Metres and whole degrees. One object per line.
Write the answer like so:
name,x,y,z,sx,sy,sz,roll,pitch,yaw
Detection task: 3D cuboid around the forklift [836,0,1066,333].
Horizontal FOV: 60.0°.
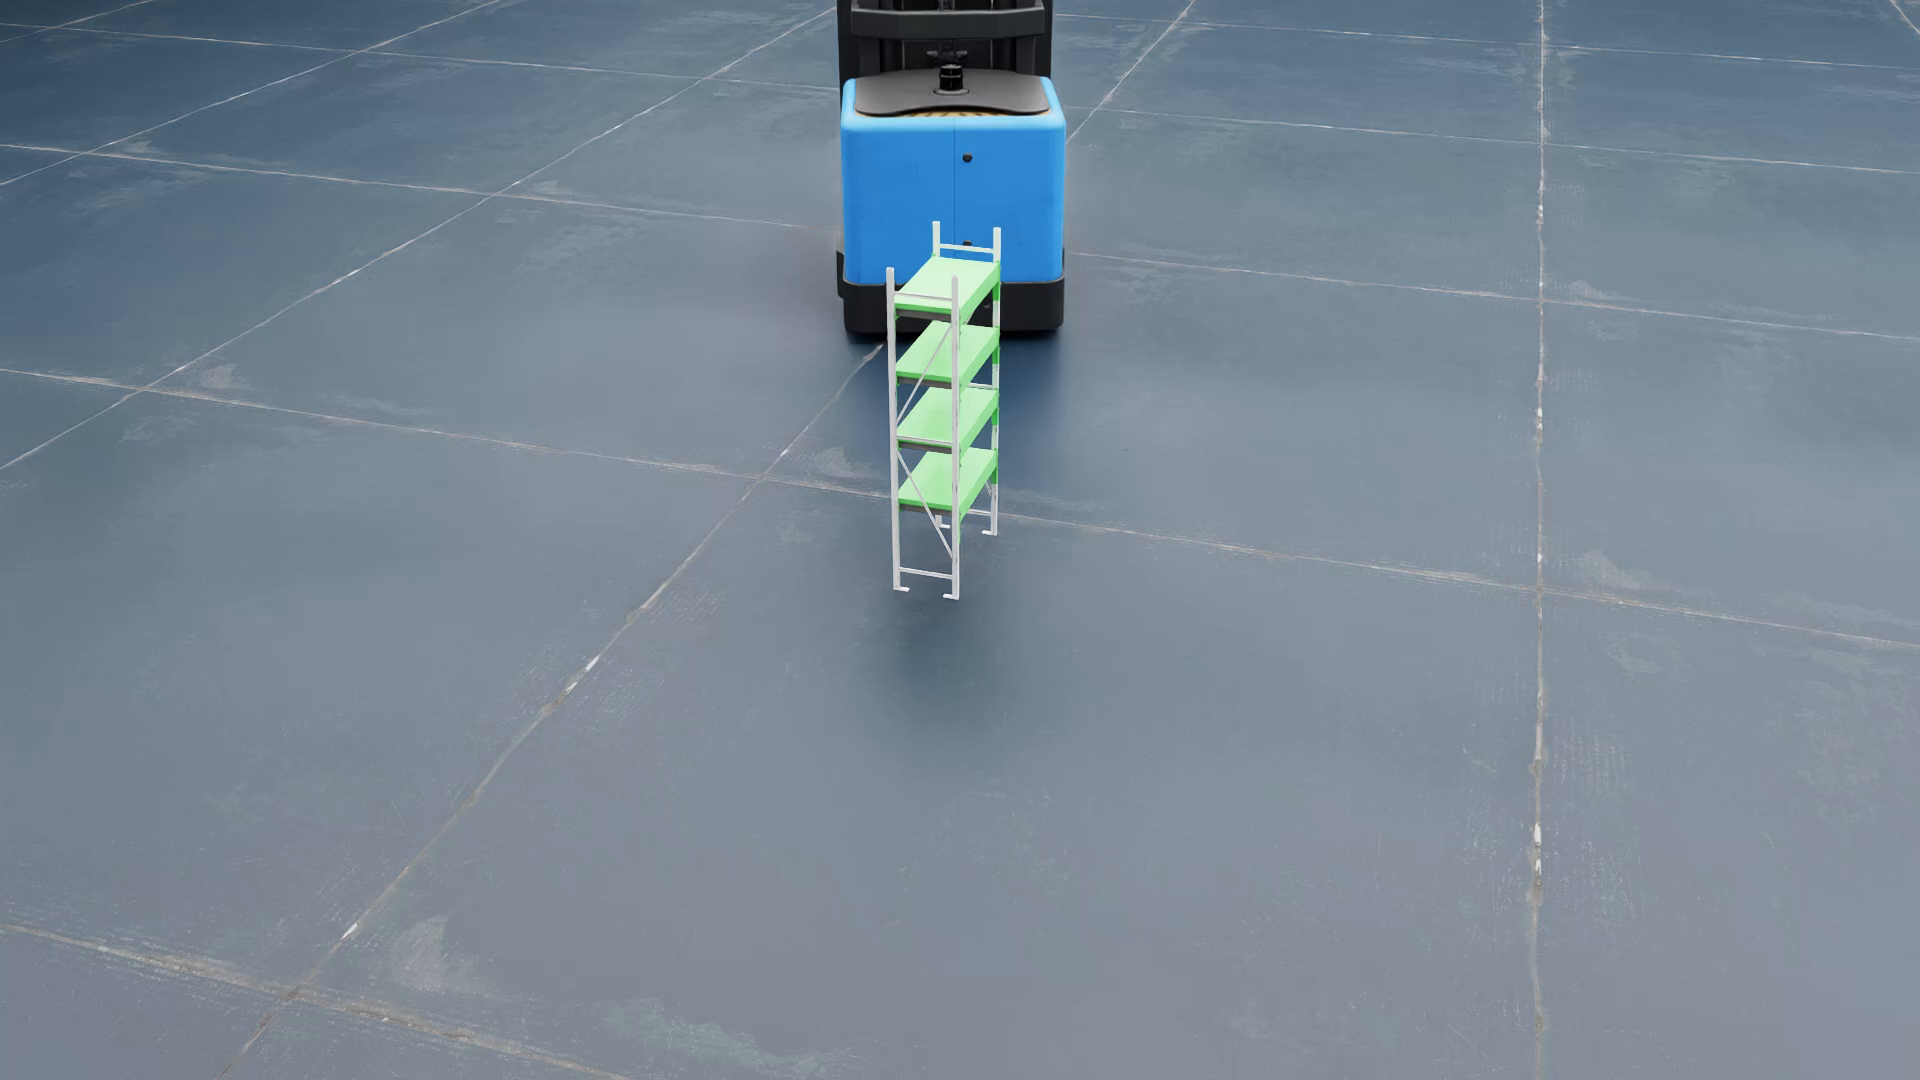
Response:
forklift,-0.088,-2.940,8.520,1.130,2.935,3.031,-1,29,-2

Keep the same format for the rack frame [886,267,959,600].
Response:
rack frame,-0.120,-0.334,5.616,0.240,1.200,0.015,8,30,15

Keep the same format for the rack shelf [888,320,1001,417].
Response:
rack shelf,-0.049,-0.601,5.734,0.258,0.148,0.480,8,30,15

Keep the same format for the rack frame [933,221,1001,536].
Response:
rack frame,0.023,-0.561,6.024,0.240,1.200,0.015,8,30,15

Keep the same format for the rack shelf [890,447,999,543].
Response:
rack shelf,-0.049,-0.182,5.968,0.258,0.148,0.480,8,30,15

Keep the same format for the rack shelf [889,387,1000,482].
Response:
rack shelf,-0.049,-0.392,5.851,0.258,0.148,0.480,8,30,15

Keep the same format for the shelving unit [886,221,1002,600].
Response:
shelving unit,-0.049,-0.447,5.820,0.258,1.200,0.503,8,30,15

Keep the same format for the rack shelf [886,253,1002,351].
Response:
rack shelf,-0.049,-0.811,5.618,0.258,0.148,0.480,8,30,15
